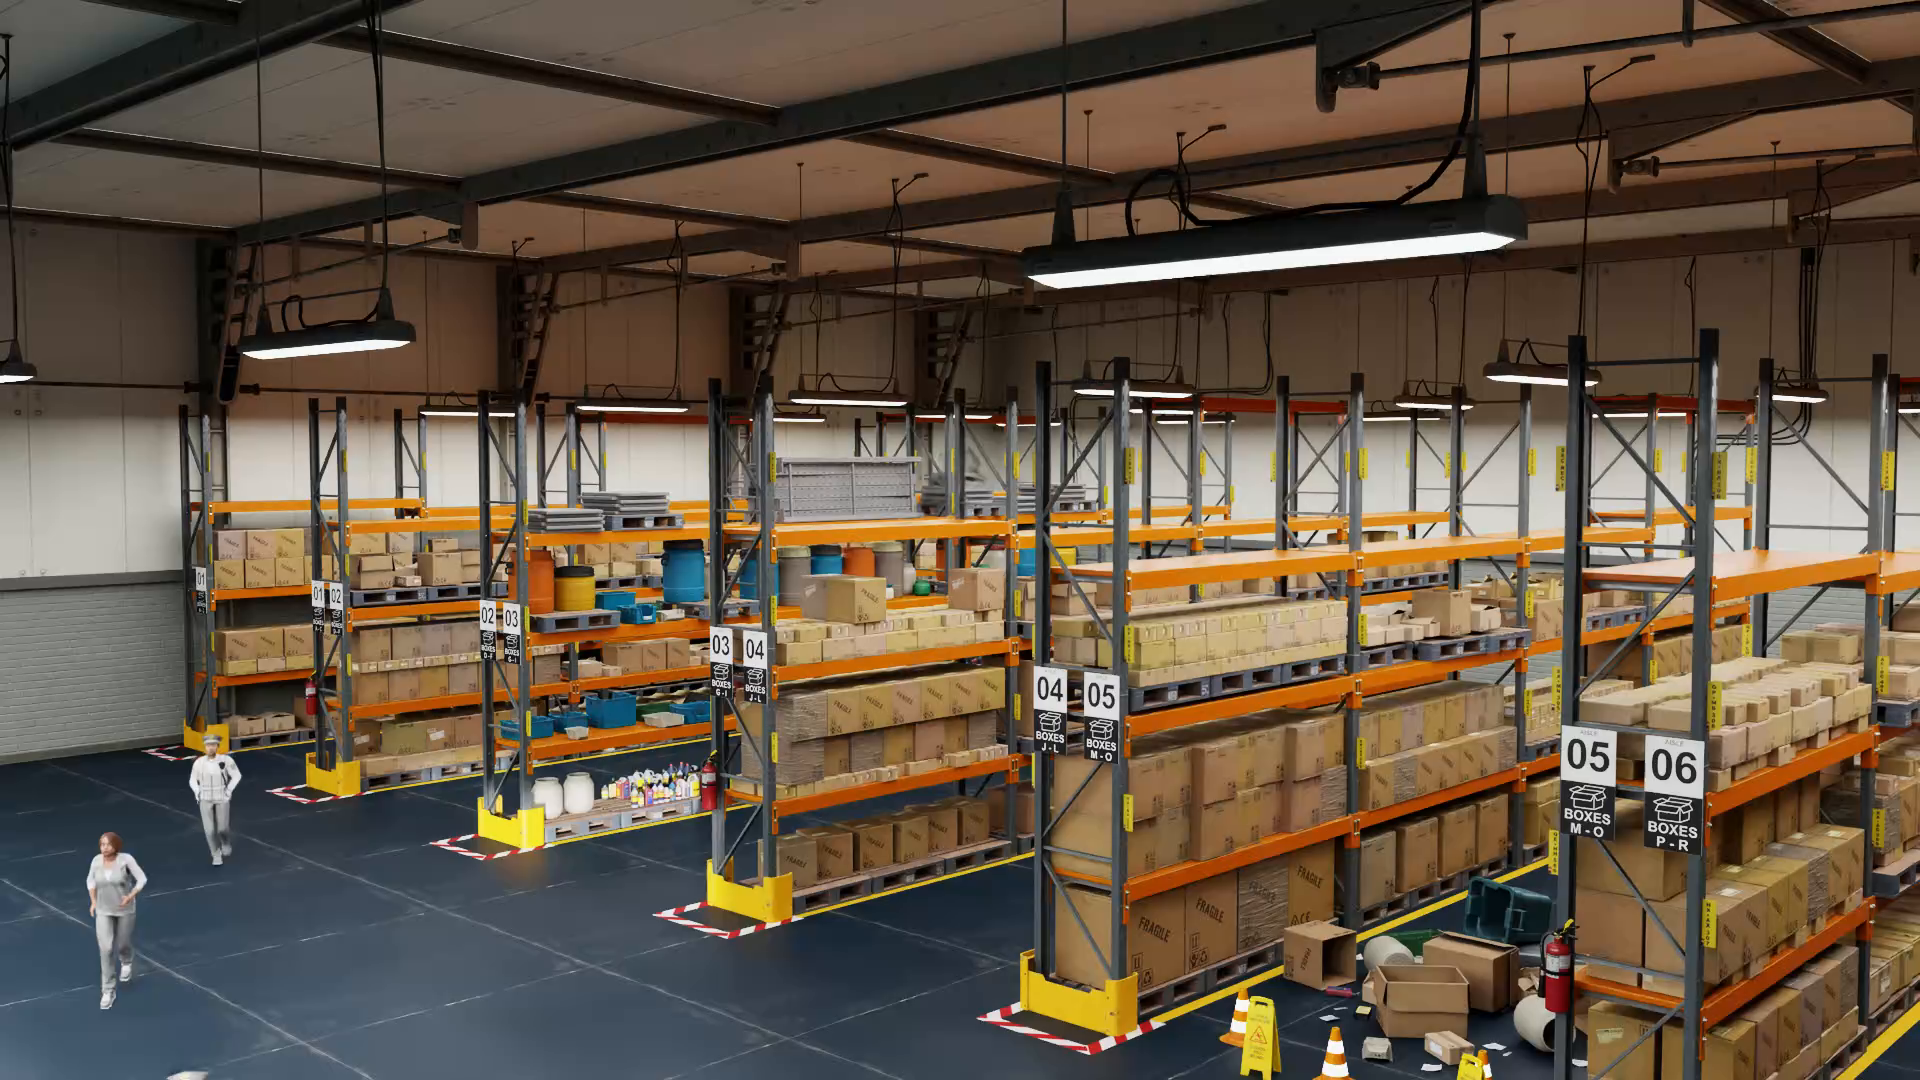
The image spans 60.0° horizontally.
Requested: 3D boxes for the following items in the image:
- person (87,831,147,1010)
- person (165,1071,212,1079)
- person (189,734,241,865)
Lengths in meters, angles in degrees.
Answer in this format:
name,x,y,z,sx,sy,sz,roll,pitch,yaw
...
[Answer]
name,x,y,z,sx,sy,sz,roll,pitch,yaw
person,-7.974,3.539,15.744,0.536,1.596,0.775,-1,3,-17
person,-4.347,3.819,9.412,0.616,1.688,0.901,-1,3,-23
person,-9.317,3.240,20.783,0.592,1.651,0.519,-1,3,-16
